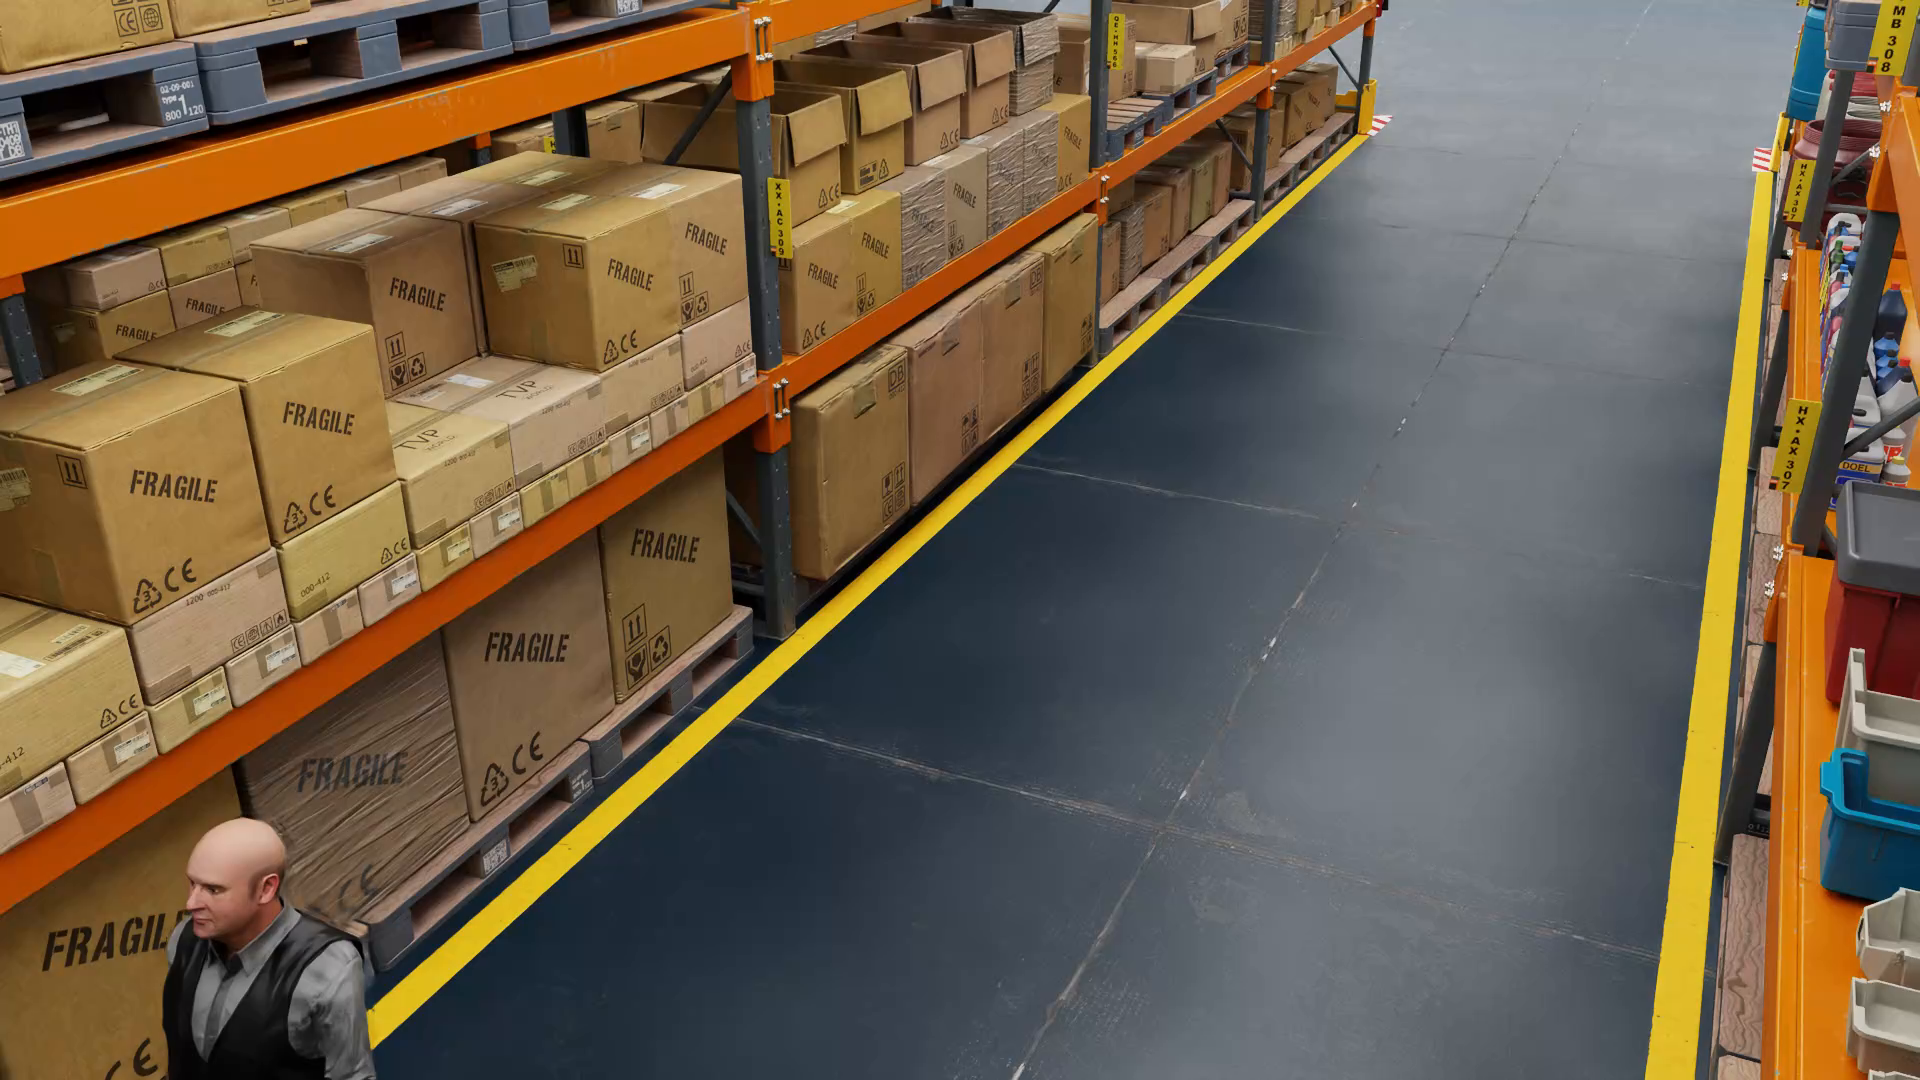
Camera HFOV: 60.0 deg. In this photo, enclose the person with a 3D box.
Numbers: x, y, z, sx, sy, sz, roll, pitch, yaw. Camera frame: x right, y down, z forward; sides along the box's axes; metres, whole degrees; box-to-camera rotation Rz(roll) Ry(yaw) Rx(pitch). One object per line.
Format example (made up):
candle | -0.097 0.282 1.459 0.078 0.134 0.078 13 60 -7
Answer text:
person | -1.524 1.379 3.794 0.541 1.689 0.831 7 27 15
